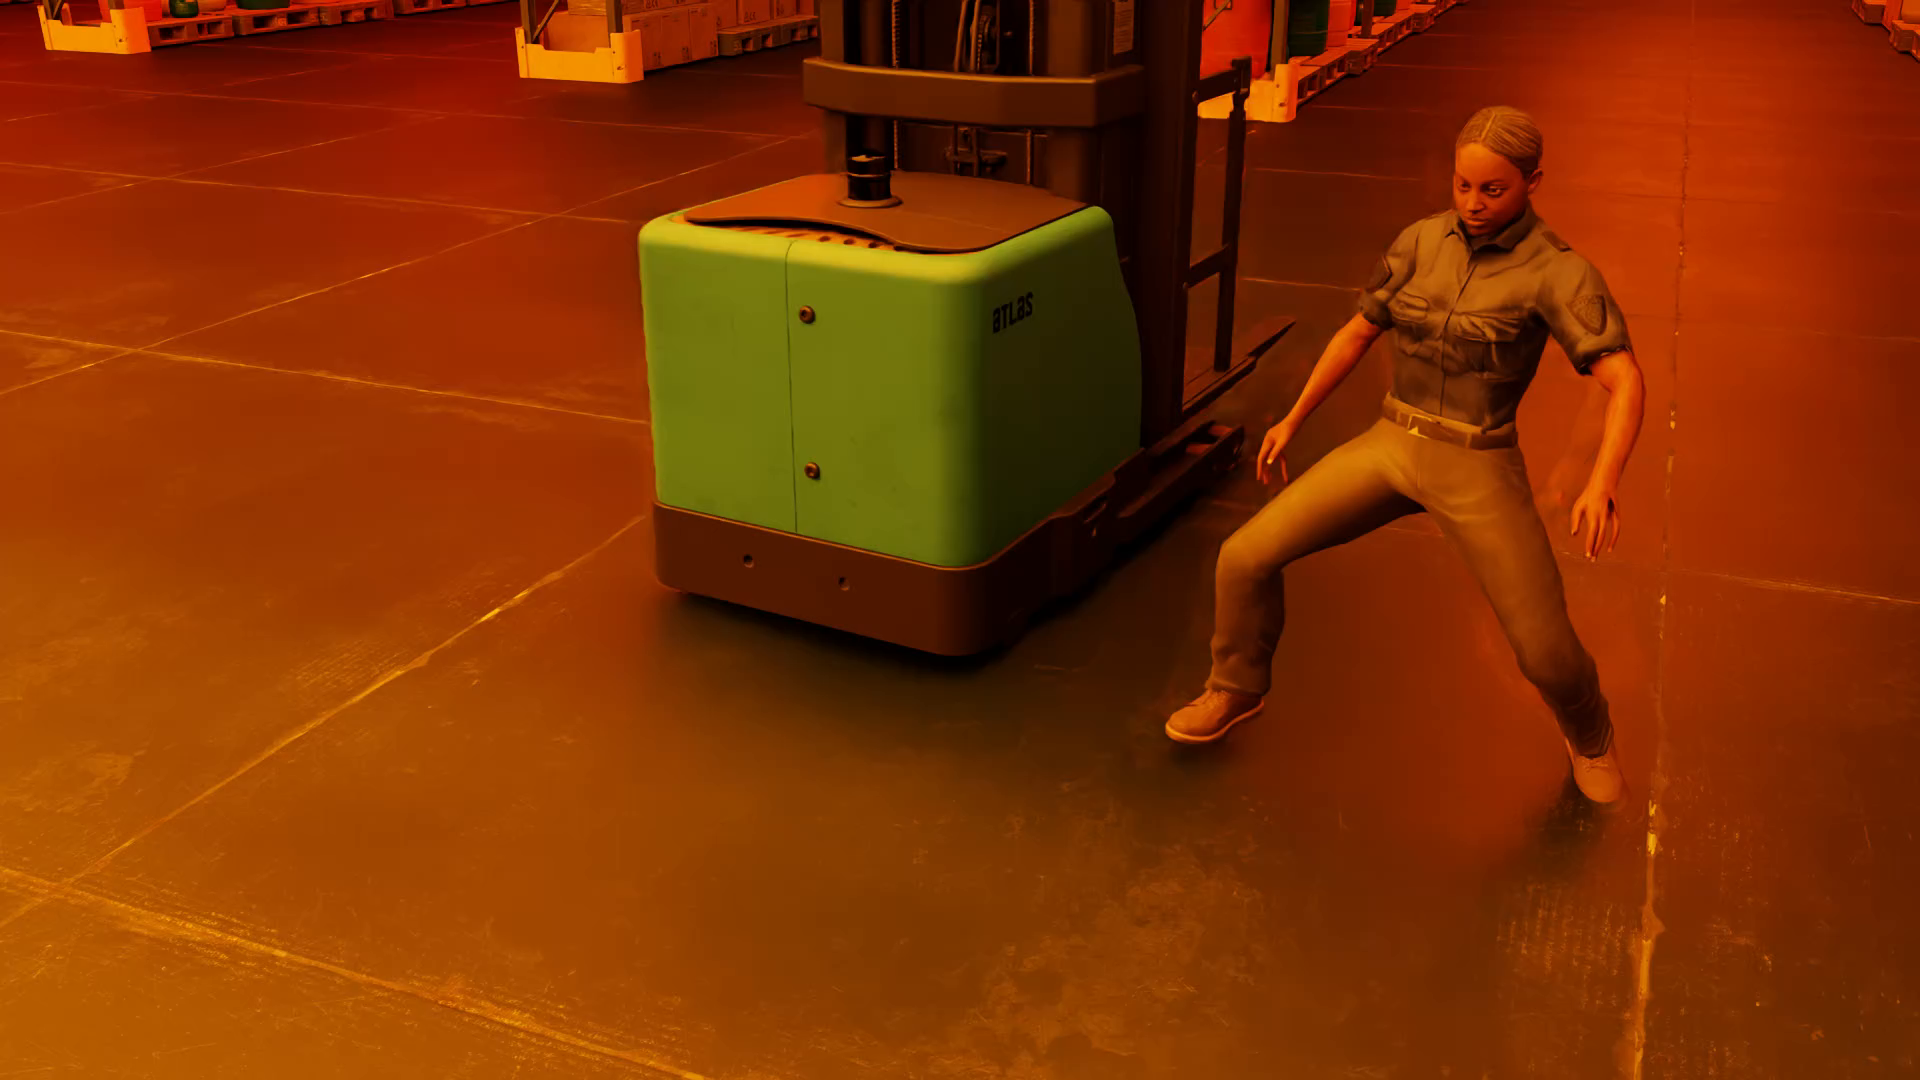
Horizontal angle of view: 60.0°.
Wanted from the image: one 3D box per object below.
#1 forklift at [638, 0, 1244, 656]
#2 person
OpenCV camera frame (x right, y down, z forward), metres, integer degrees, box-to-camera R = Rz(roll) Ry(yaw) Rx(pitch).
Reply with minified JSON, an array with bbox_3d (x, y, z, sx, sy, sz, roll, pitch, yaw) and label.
[{"bbox_3d":[0.307,-1.585,5.085,1.130,2.935,3.031,12,26,27],"label":"forklift"},{"bbox_3d":[1.054,-0.144,3.561,0.793,1.534,0.927,-20,30,-40],"label":"person"}]
